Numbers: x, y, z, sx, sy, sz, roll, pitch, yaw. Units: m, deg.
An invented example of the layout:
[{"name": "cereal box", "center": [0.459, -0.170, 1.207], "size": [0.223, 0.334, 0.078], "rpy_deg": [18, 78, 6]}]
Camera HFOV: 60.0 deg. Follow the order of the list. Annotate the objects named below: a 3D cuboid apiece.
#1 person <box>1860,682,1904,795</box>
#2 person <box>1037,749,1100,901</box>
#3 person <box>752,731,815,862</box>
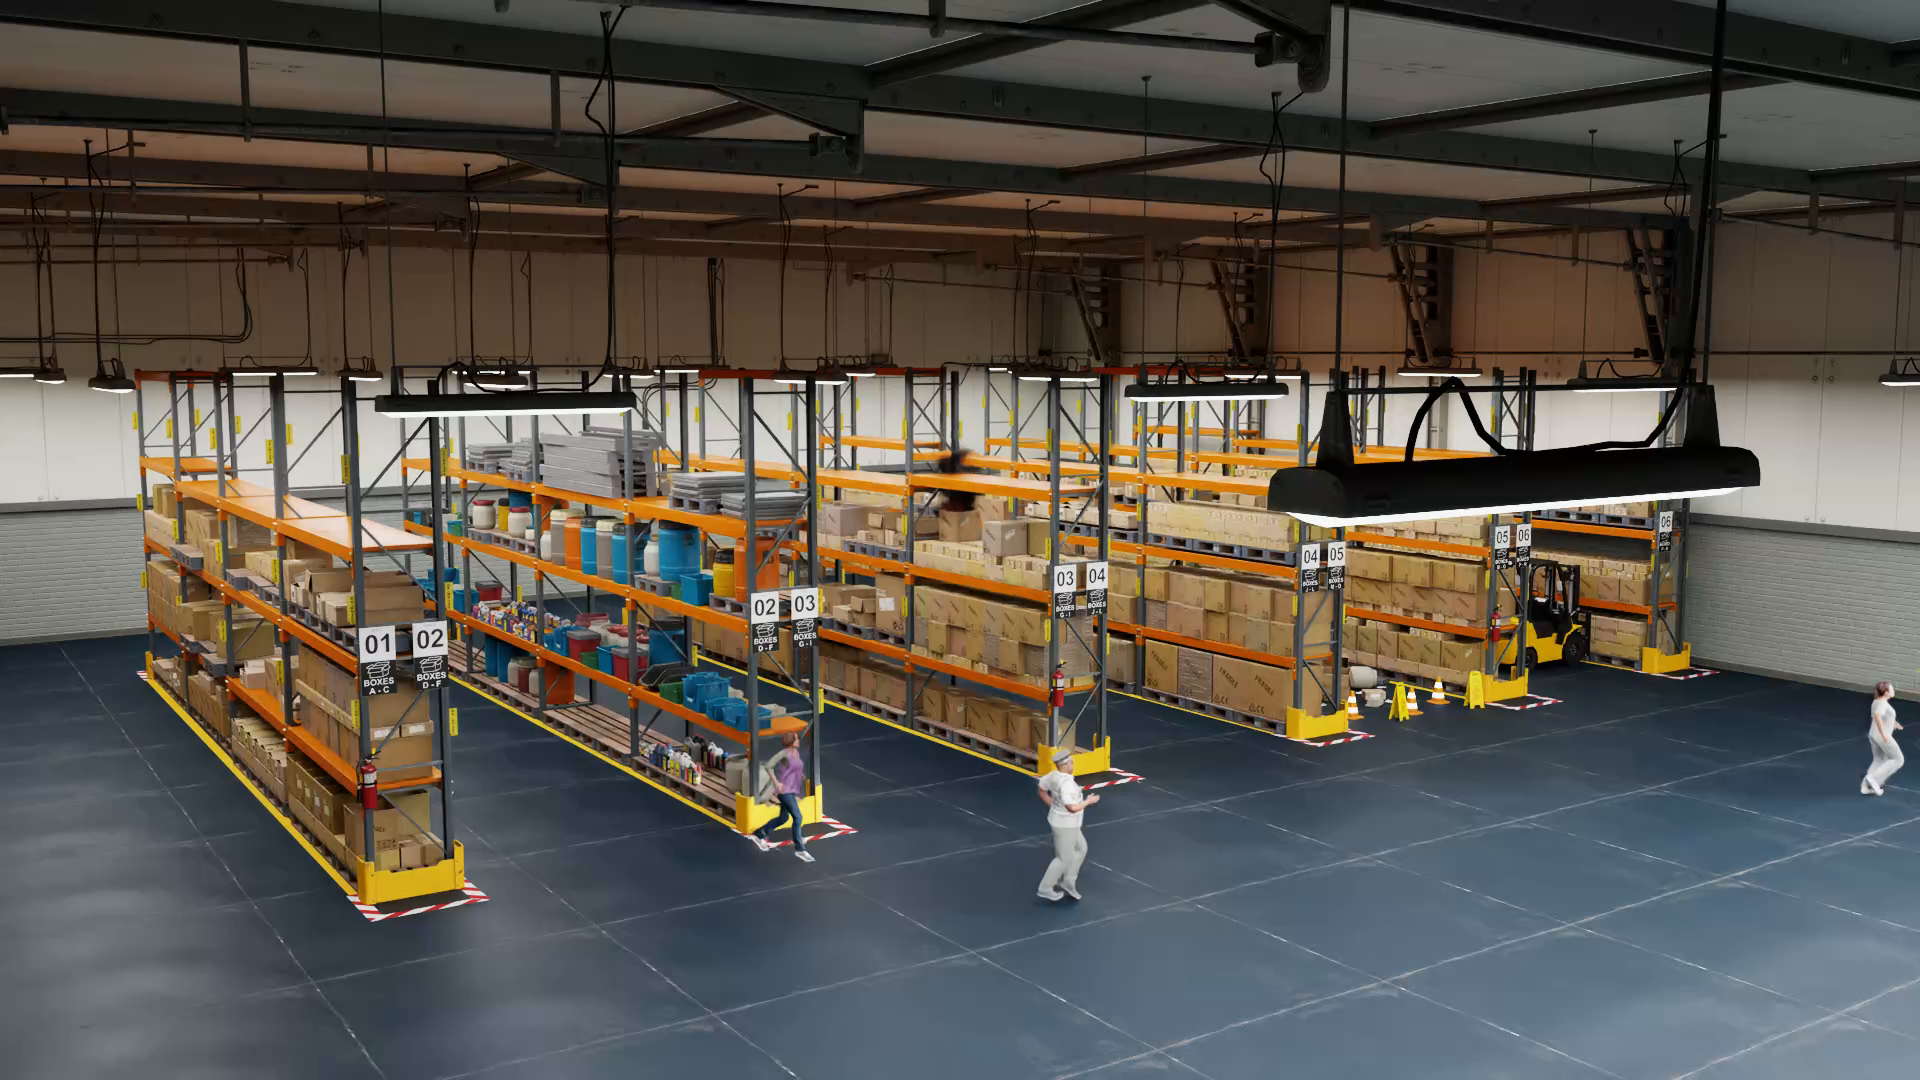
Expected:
[{"name": "person", "center": [13.227, 2.835, 23.790], "size": [0.568, 1.631, 0.573], "rpy_deg": [1, 6, 7]}, {"name": "person", "center": [1.235, 3.307, 19.150], "size": [0.727, 1.830, 0.621], "rpy_deg": [-1, 7, -8]}, {"name": "person", "center": [-2.187, 3.187, 20.928], "size": [0.860, 1.585, 0.579], "rpy_deg": [1, 7, 13]}]
